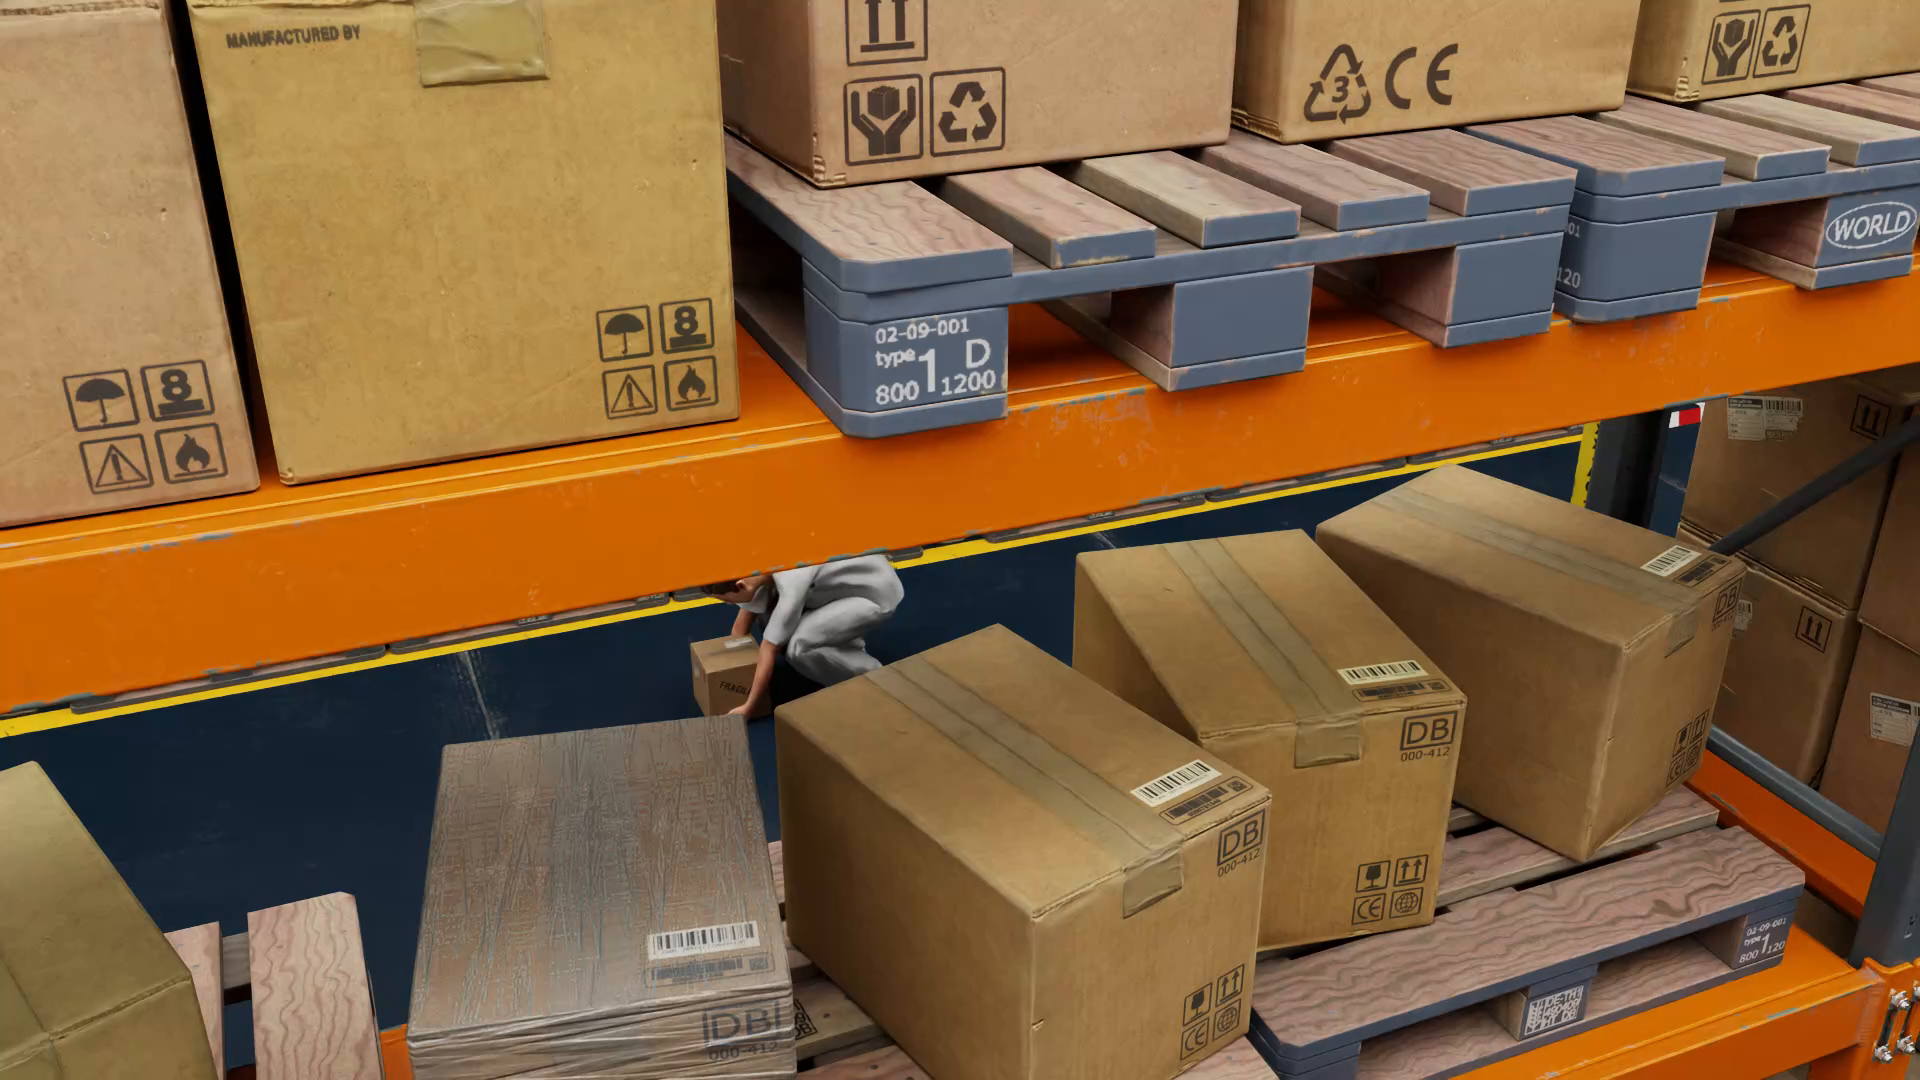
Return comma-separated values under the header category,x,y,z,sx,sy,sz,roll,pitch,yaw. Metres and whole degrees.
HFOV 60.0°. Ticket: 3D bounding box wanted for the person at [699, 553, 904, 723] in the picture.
category,x,y,z,sx,sy,sz,roll,pitch,yaw
person,-0.632,0.312,6.625,0.837,0.802,0.470,-11,28,-21
